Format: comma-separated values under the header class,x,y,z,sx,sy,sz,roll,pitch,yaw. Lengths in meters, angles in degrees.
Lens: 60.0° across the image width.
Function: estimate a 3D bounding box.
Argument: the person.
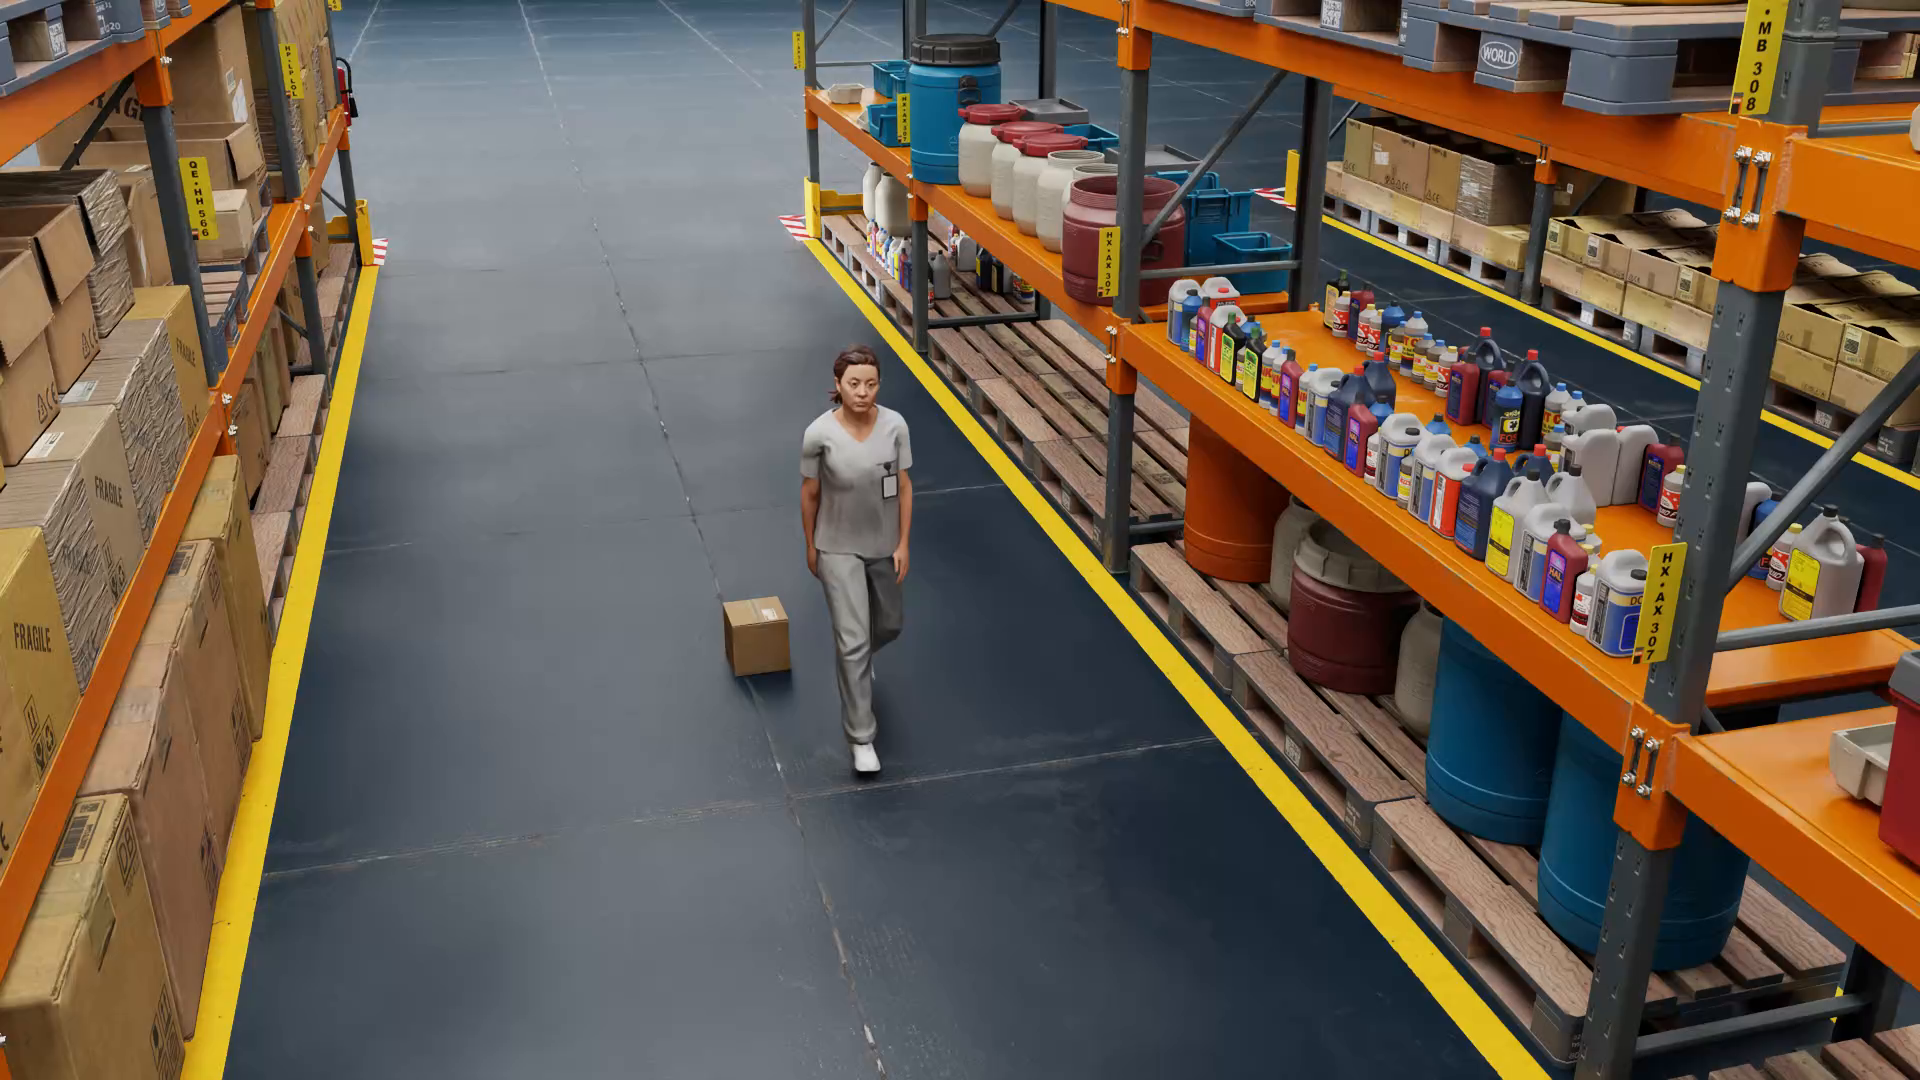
class,x,y,z,sx,sy,sz,roll,pitch,yaw
person,-0.413,0.004,6.585,0.438,1.641,0.909,-8,24,-19
